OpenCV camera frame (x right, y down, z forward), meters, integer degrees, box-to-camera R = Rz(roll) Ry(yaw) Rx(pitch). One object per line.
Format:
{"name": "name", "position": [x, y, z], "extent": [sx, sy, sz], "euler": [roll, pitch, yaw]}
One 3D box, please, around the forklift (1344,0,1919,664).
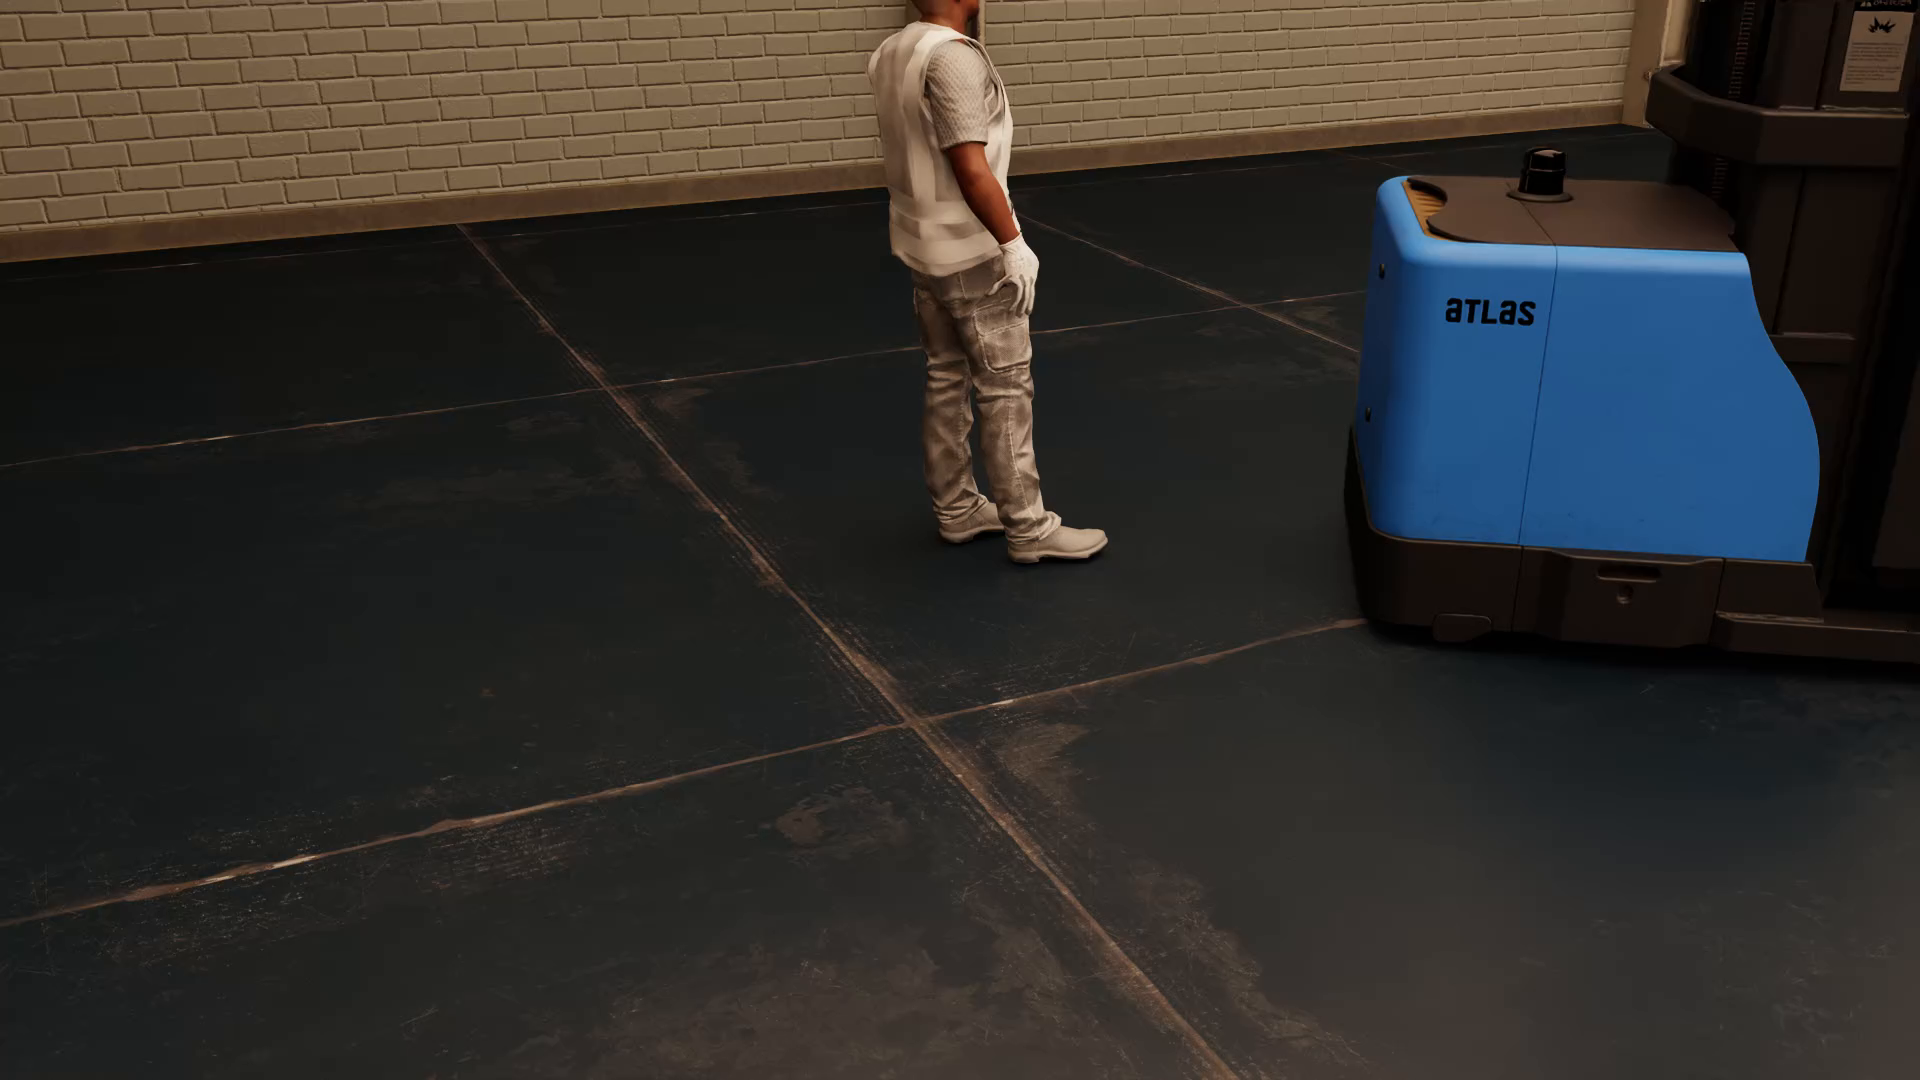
{"name": "forklift", "position": [2.641, -1.175, 4.114], "extent": [3.031, 2.935, 1.130], "euler": [4, 23, 8]}

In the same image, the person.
{"name": "person", "position": [0.068, -0.839, 4.783], "extent": [0.577, 1.781, 0.656], "euler": [-10, 25, -23]}
